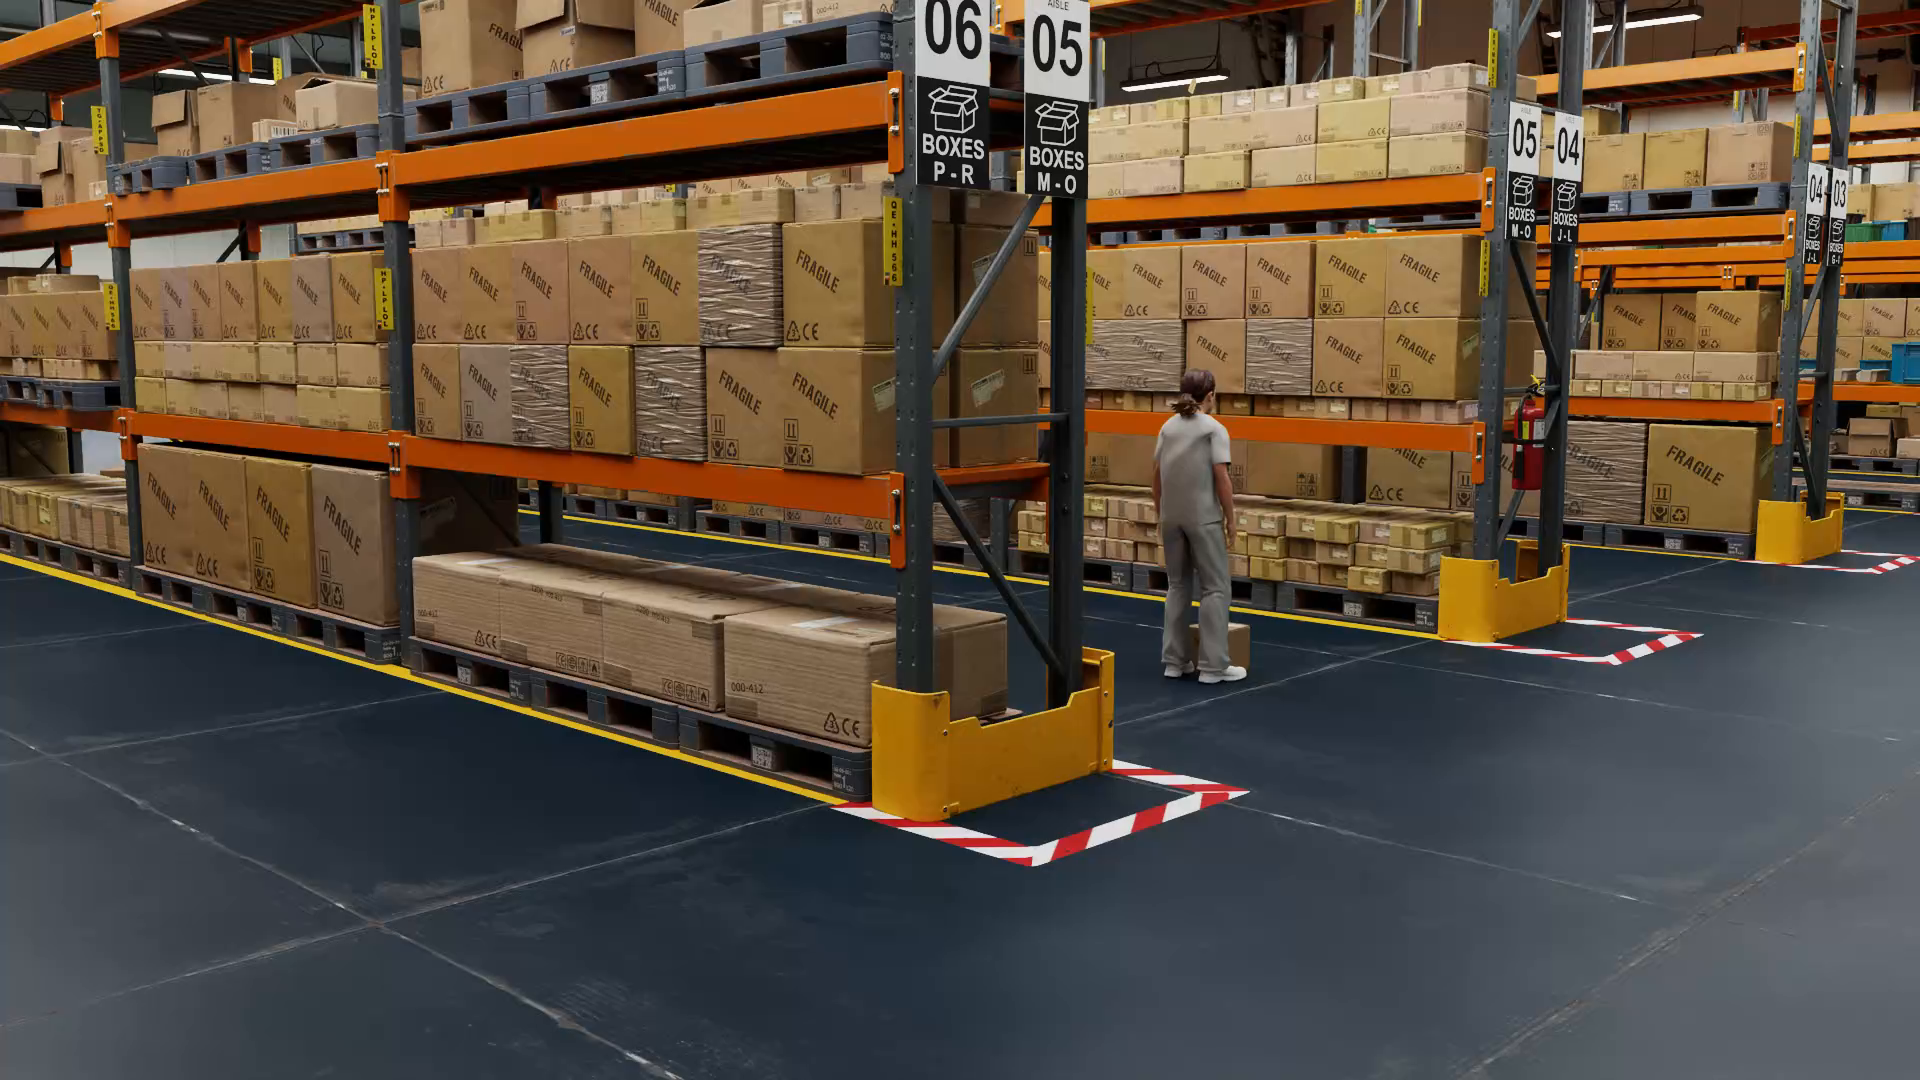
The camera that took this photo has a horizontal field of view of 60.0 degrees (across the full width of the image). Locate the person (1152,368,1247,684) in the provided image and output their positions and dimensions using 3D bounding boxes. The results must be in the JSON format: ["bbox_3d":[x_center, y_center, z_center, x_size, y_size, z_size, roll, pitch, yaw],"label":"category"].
[{"bbox_3d":[1.270,-0.084,8.943,0.507,1.671,0.369,6,9,40],"label":"person"}]
